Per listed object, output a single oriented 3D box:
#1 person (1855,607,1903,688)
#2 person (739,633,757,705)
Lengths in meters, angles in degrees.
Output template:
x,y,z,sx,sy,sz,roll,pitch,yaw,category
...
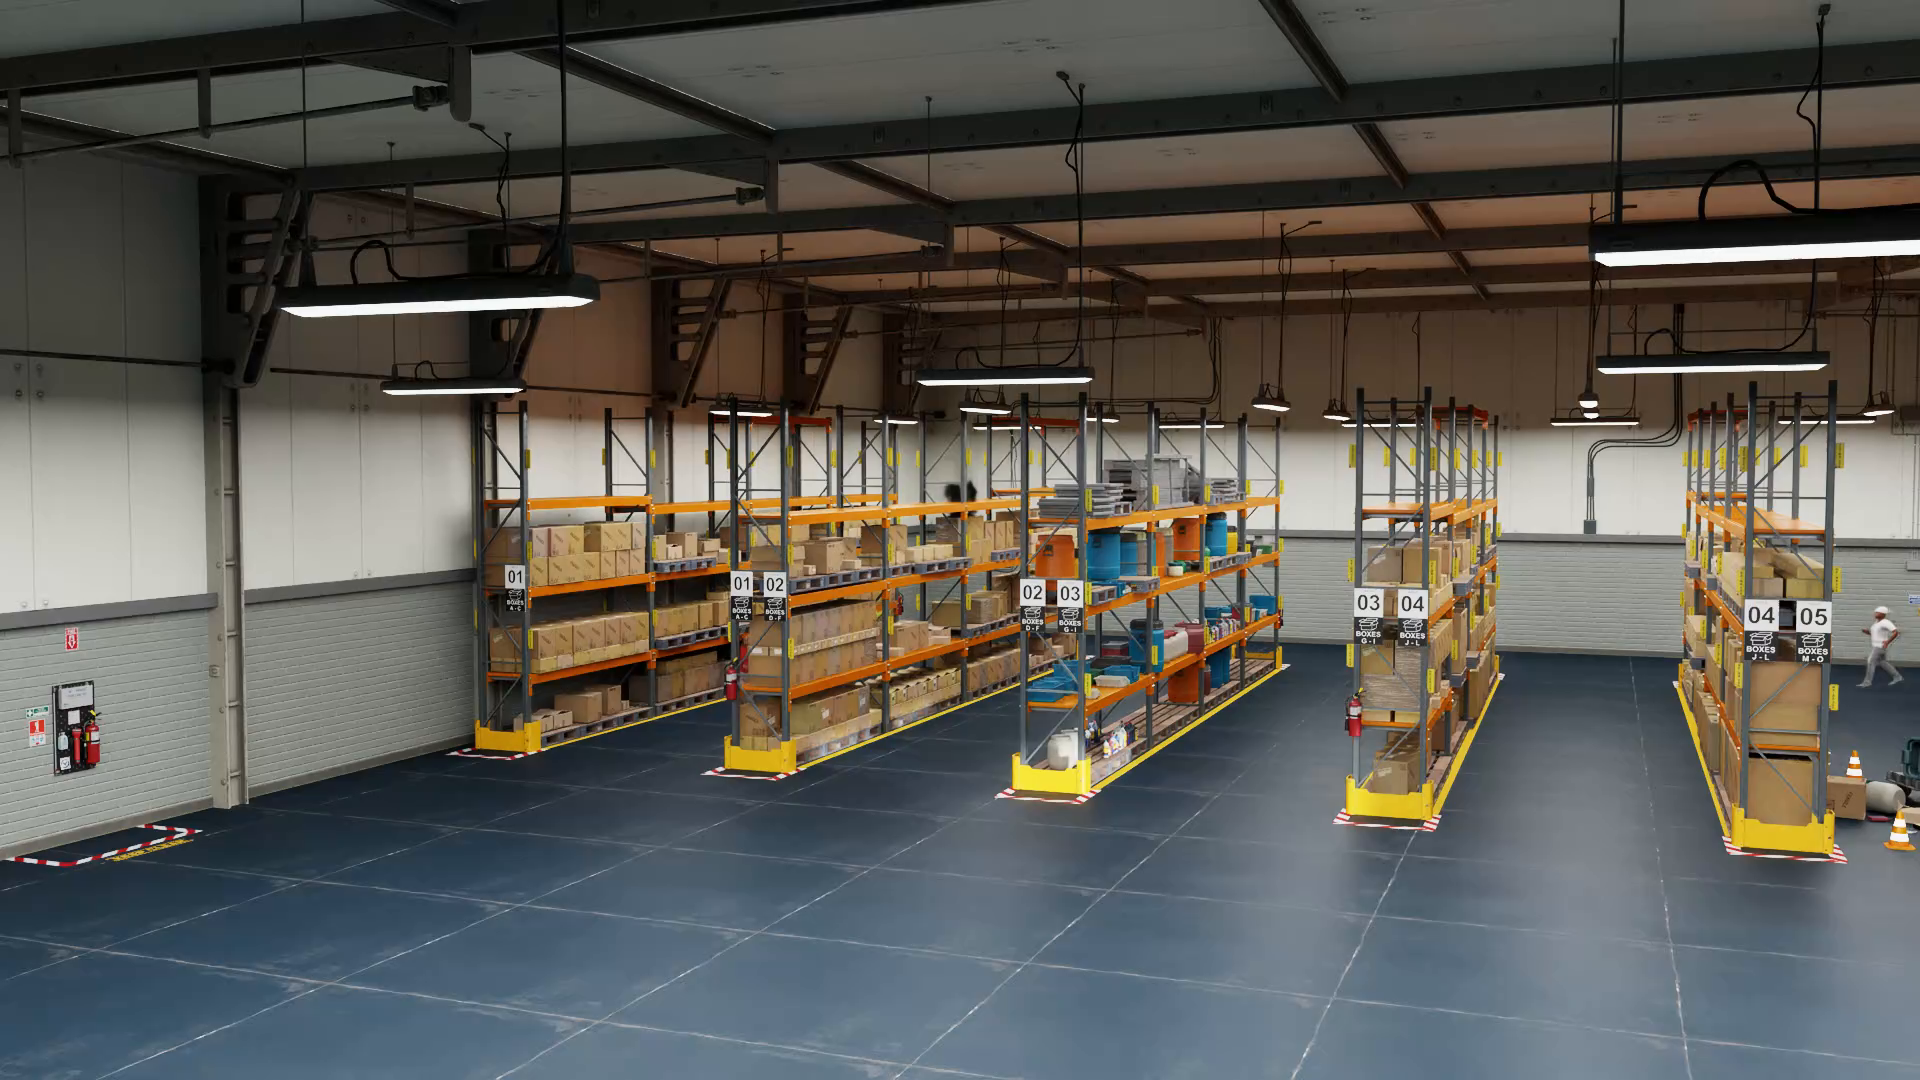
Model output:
x,y,z,sx,sy,sz,roll,pitch,yaw,category
20.010,2.334,36.173,0.939,1.777,0.690,1,3,20,person
-3.992,2.653,31.261,0.659,1.800,0.645,1,3,16,person
